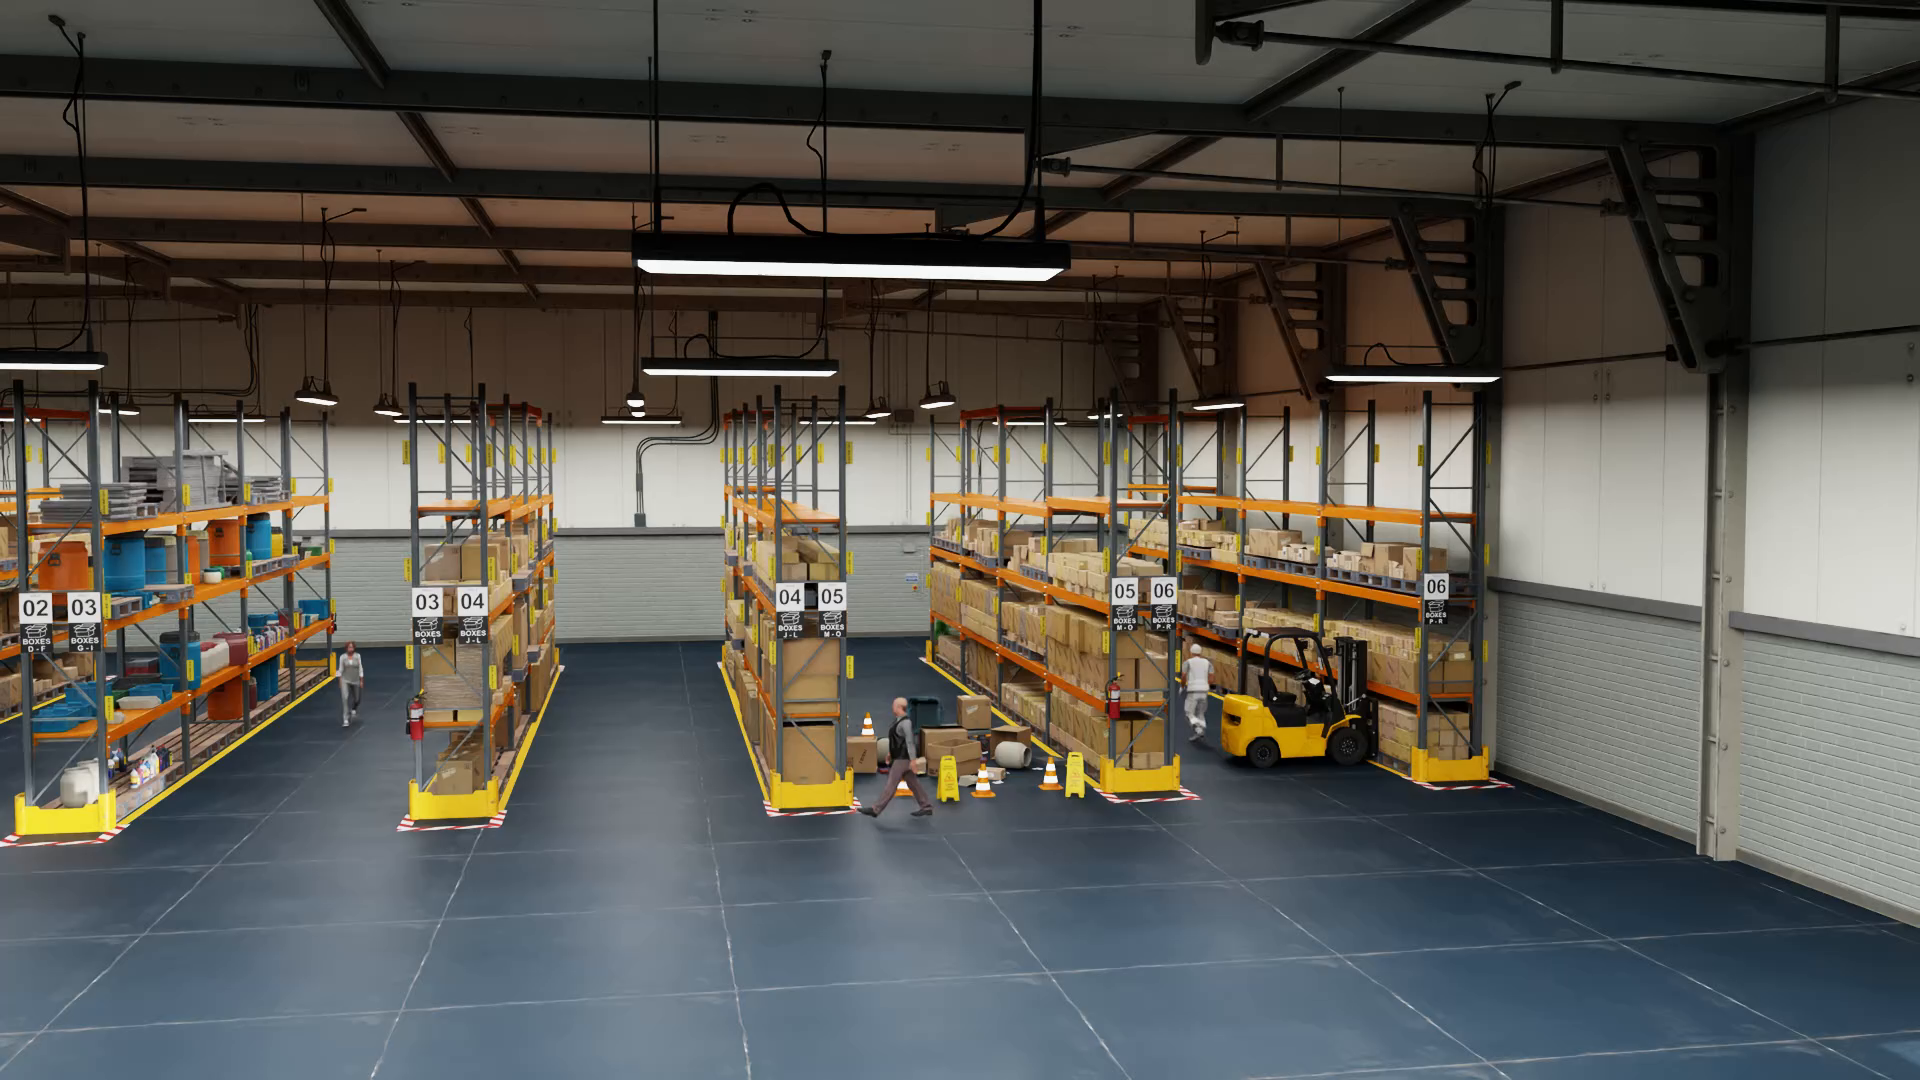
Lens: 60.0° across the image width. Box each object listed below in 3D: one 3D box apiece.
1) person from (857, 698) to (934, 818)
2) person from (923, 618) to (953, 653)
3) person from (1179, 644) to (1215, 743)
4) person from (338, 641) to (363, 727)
[{"bbox_3d":[-0.887,2.989,22.877,1.057,1.656,0.558,0,3,-2],"label":"person"},{"bbox_3d":[-0.474,1.994,42.099,1.046,1.751,0.533,-1,3,-20],"label":"person"},{"bbox_3d":[4.193,2.688,29.058,0.631,1.696,0.825,-1,3,-15],"label":"person"},{"bbox_3d":[-11.382,2.650,31.052,0.430,1.546,0.912,-2,3,-29],"label":"person"}]
